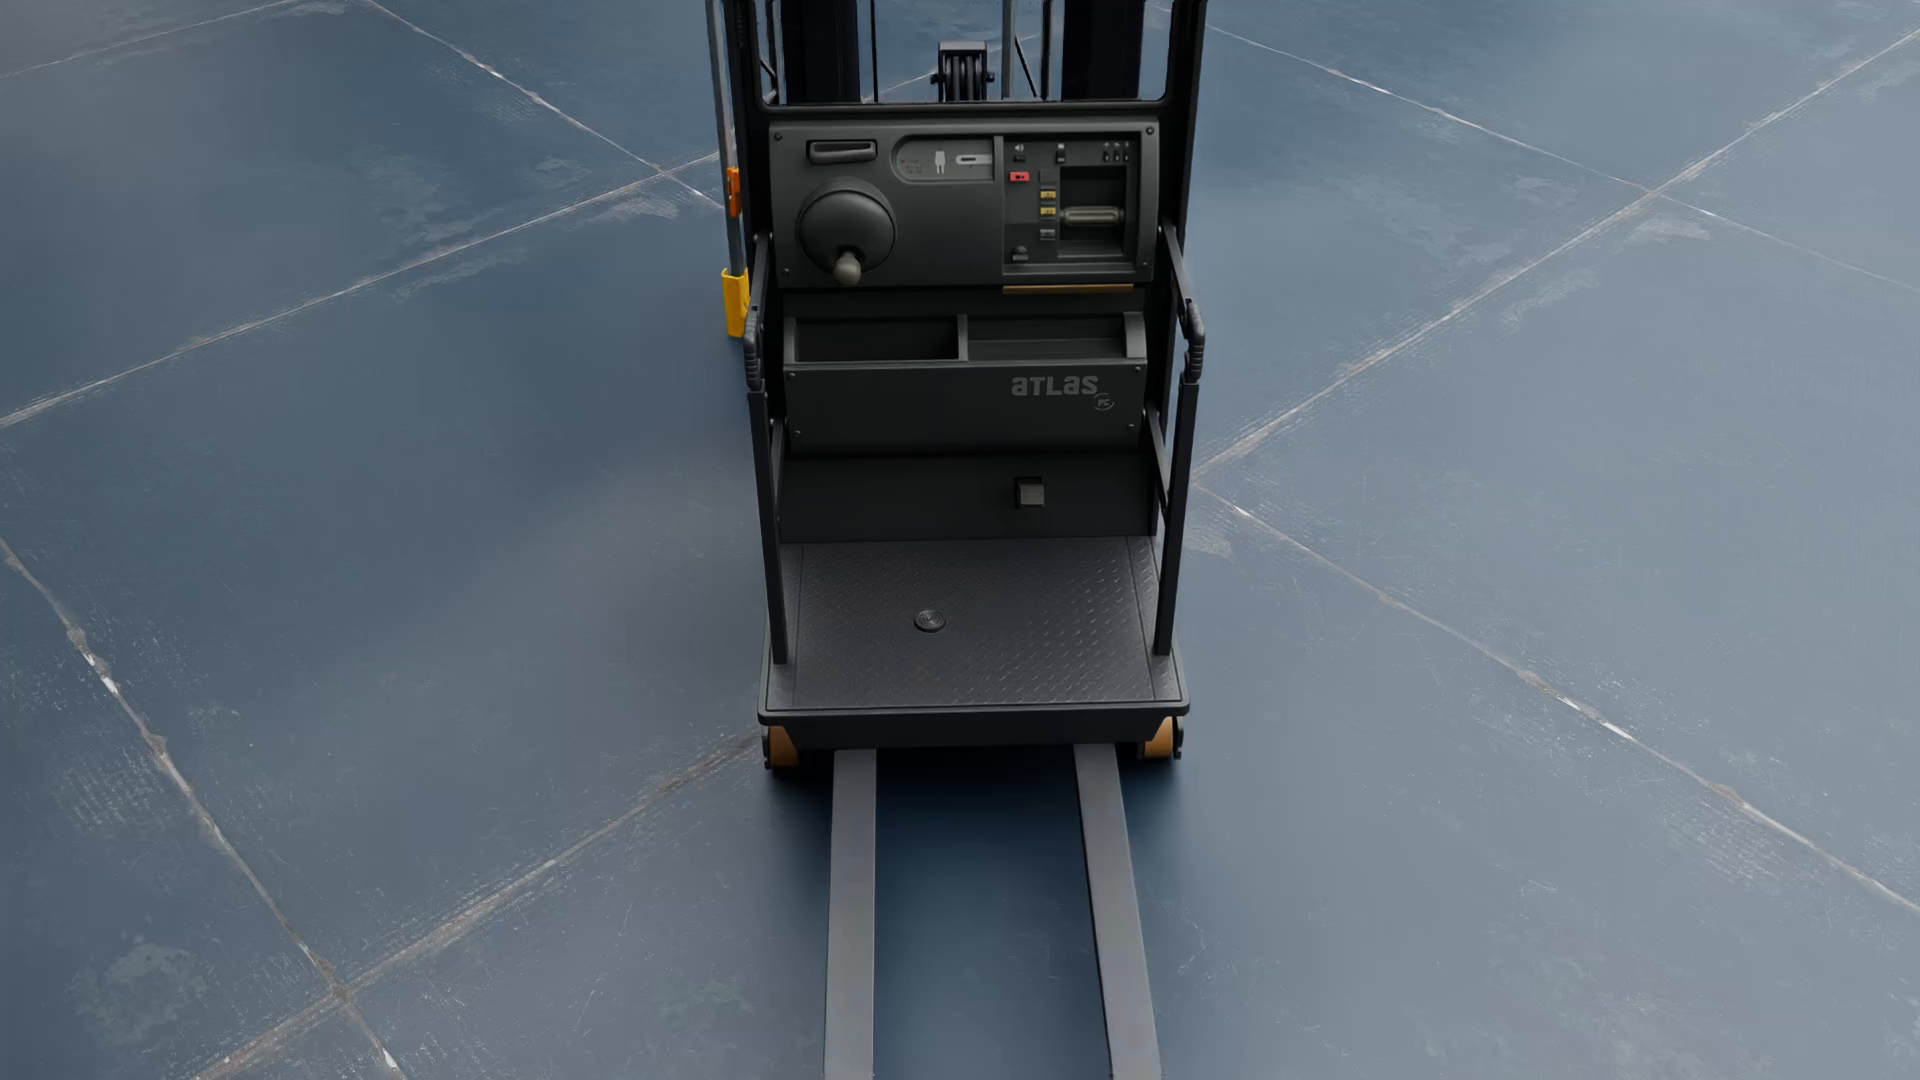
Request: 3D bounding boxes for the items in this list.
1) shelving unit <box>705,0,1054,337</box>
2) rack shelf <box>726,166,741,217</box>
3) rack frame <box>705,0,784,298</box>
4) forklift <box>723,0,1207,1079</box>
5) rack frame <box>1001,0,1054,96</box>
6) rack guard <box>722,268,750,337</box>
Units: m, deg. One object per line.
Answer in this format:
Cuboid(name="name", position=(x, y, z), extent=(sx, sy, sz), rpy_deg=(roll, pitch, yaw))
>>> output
Cuboid(name="shelving unit", position=(-0.269, -1.418, 5.812), extent=(1.083, 1.500, 0.587), rpy_deg=(12, 40, 14))
Cuboid(name="rack shelf", position=(-0.260, -1.277, 5.923), extent=(1.000, 0.185, 0.538), rpy_deg=(12, 40, 14))
Cuboid(name="rack frame", position=(-0.743, -1.517, 5.935), extent=(0.032, 1.500, 0.500), rpy_deg=(12, 40, 14))
Cuboid(name="forklift", position=(0.021, -0.734, 3.826), extent=(1.130, 2.935, 3.031), rpy_deg=(-1, 39, -1))
Cuboid(name="rack frame", position=(0.222, -1.316, 5.686), extent=(0.032, 1.500, 0.500), rpy_deg=(12, 40, 14))
Cuboid(name="rack guard", position=(-0.742, -1.031, 6.327), extent=(0.087, 0.250, 0.587), rpy_deg=(12, 40, 14))
